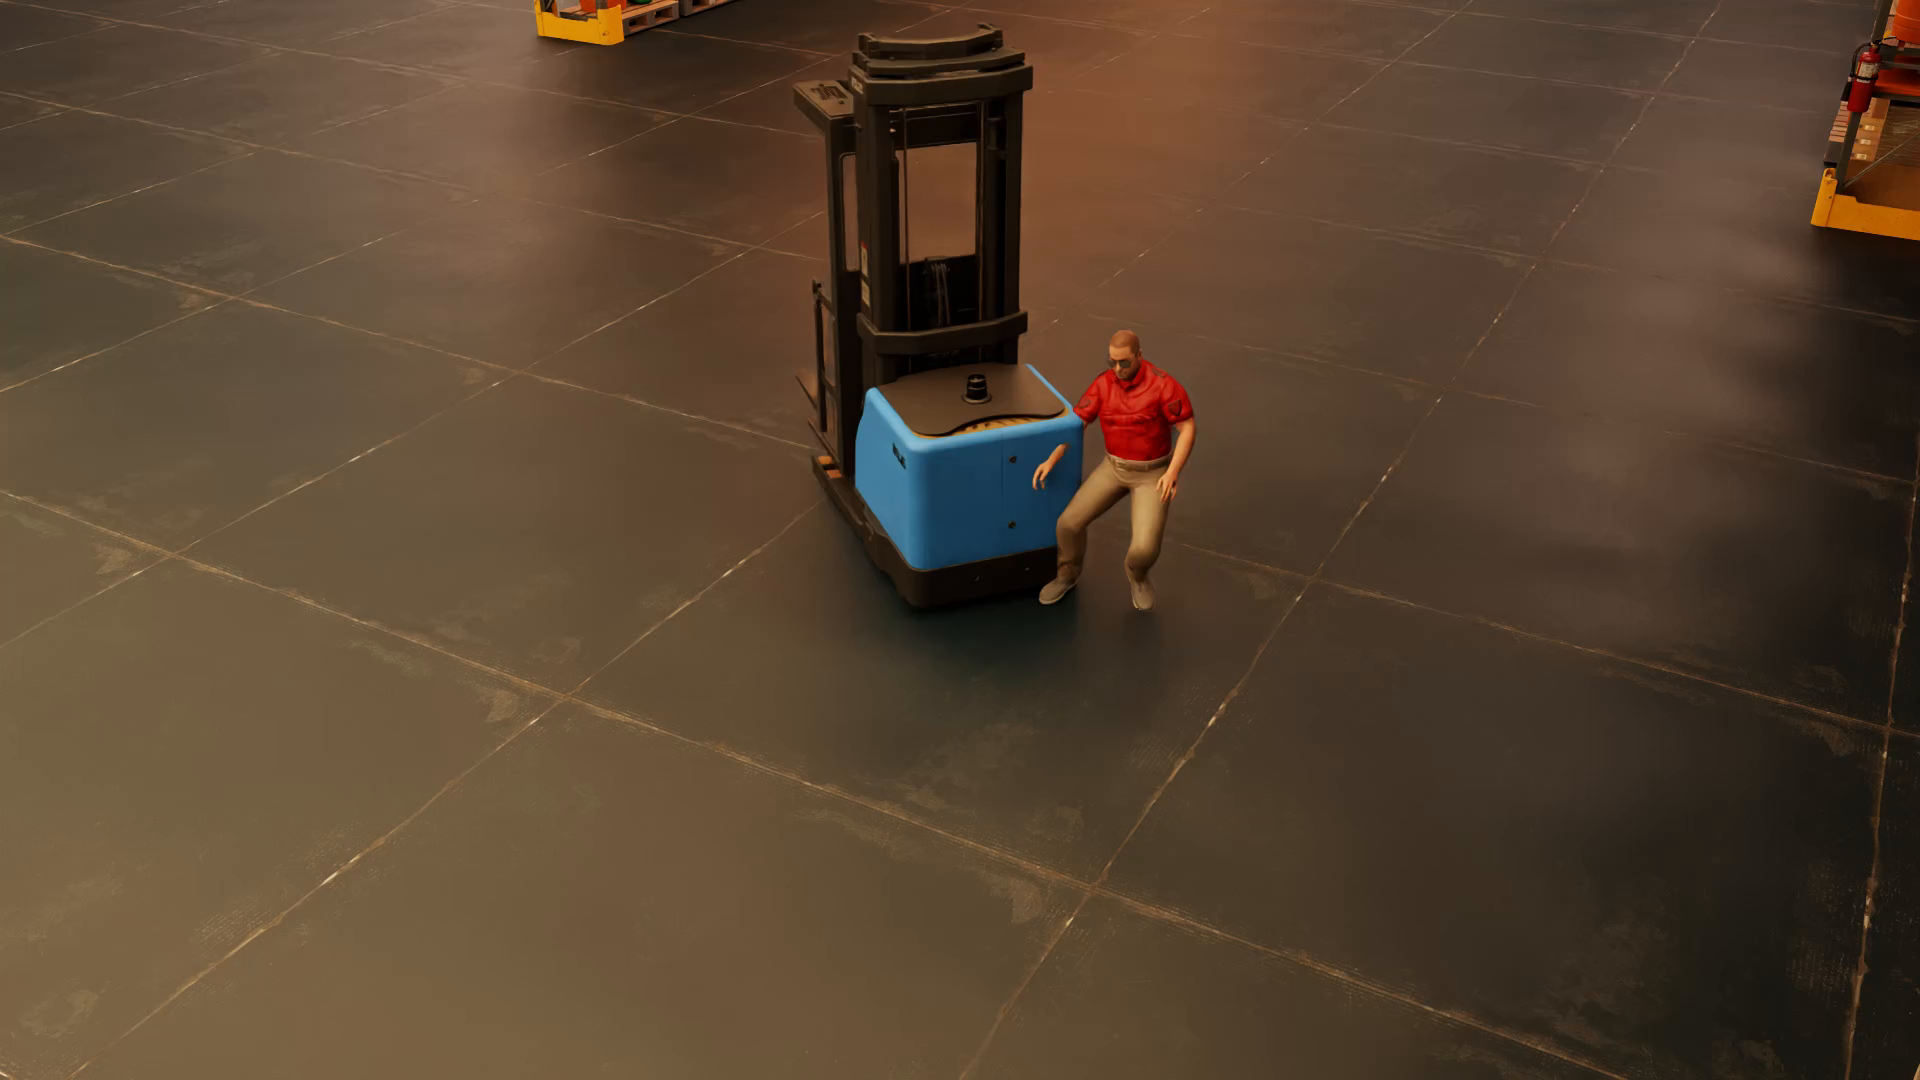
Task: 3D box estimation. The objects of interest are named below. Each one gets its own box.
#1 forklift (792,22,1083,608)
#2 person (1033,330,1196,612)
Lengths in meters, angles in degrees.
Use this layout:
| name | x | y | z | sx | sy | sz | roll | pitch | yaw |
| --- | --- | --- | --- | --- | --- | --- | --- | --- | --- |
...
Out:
| name | x | y | z | sx | sy | sz | roll | pitch | yaw |
| --- | --- | --- | --- | --- | --- | --- | --- | --- | --- |
| forklift | -0.305 | -1.615 | 9.868 | 1.130 | 2.935 | 3.031 | -11 | 32 | -18 |
| person | 0.871 | -0.334 | 9.014 | 0.791 | 1.608 | 0.635 | 18 | 35 | 28 |
